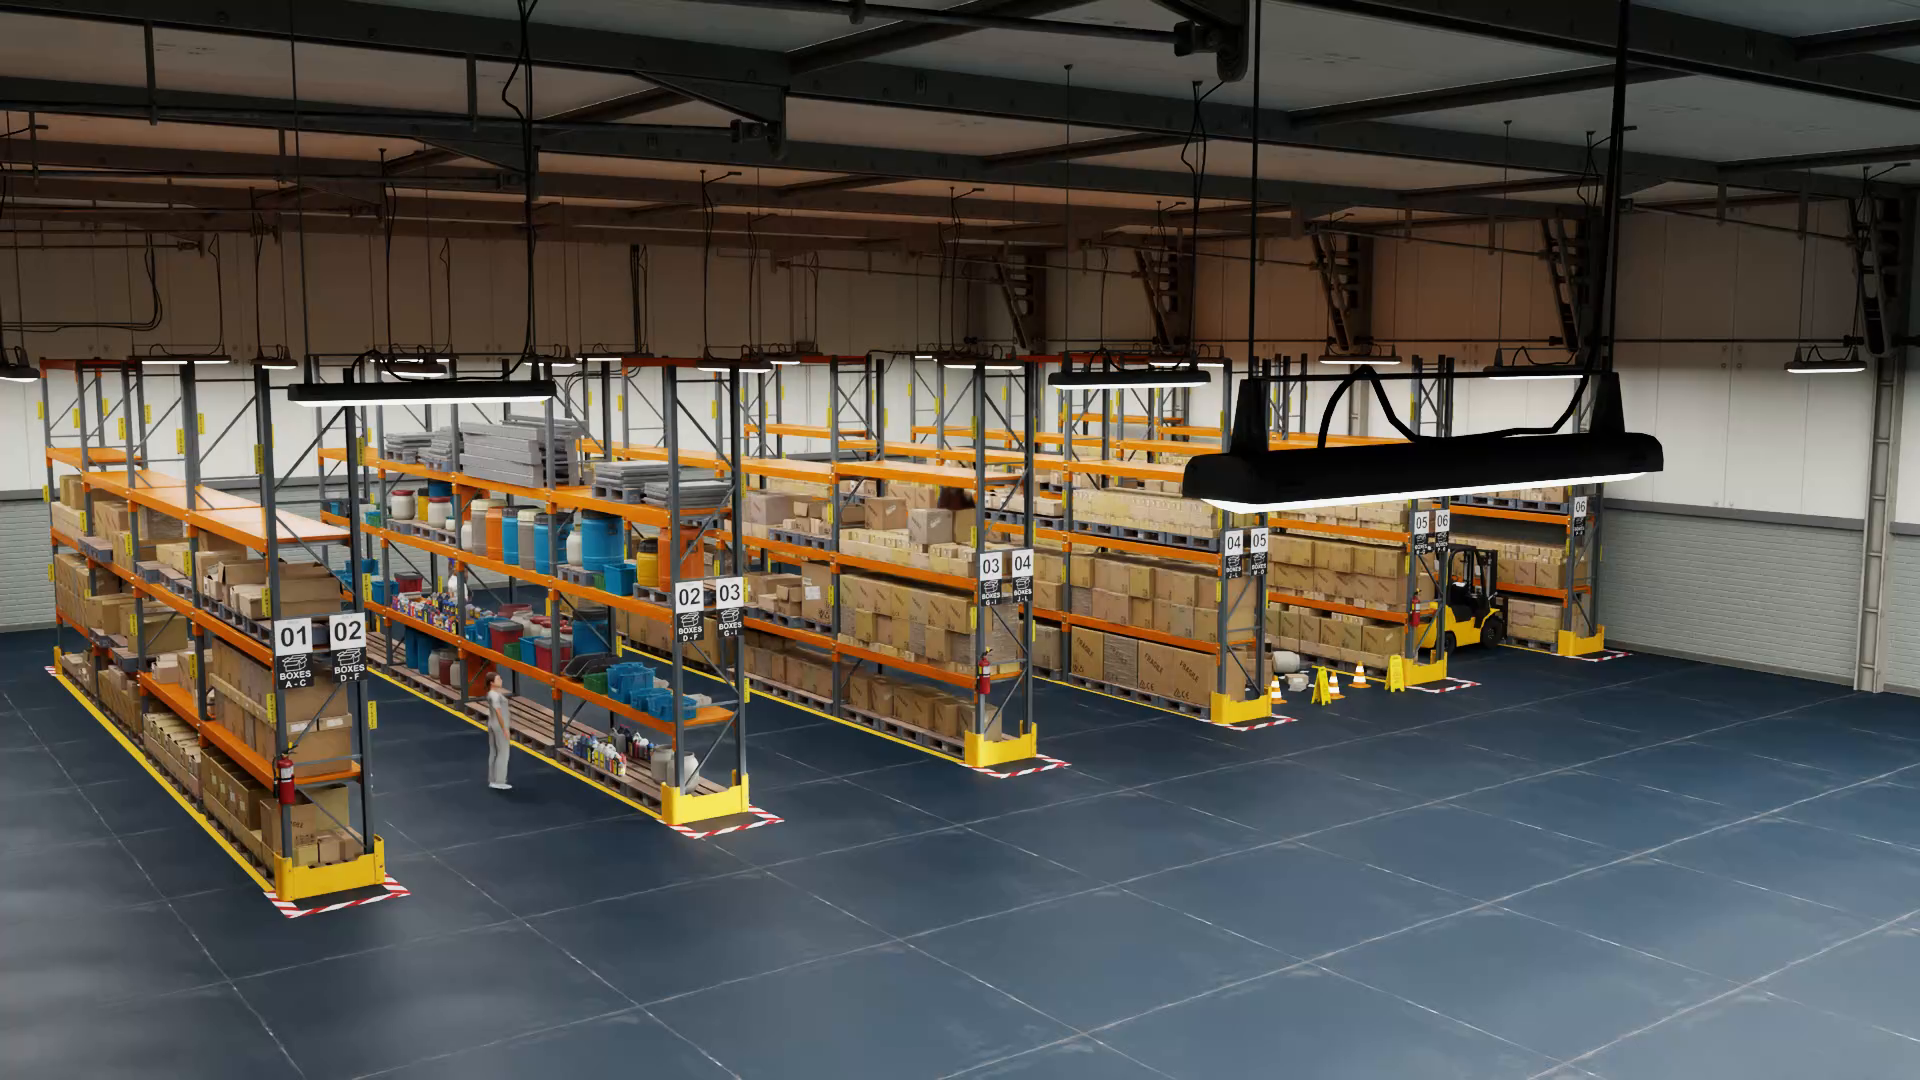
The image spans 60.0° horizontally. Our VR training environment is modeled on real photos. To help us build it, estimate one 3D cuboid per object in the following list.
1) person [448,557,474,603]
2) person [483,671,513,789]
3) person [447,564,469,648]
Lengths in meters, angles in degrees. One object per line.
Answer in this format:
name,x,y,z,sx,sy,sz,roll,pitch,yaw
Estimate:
person,-11.940,0.766,39.586,0.482,1.628,0.838,1,7,7
person,-6.533,2.699,23.582,0.386,1.705,0.479,-6,9,-42
person,-10.274,1.355,34.243,0.572,1.774,0.560,-1,7,-10
